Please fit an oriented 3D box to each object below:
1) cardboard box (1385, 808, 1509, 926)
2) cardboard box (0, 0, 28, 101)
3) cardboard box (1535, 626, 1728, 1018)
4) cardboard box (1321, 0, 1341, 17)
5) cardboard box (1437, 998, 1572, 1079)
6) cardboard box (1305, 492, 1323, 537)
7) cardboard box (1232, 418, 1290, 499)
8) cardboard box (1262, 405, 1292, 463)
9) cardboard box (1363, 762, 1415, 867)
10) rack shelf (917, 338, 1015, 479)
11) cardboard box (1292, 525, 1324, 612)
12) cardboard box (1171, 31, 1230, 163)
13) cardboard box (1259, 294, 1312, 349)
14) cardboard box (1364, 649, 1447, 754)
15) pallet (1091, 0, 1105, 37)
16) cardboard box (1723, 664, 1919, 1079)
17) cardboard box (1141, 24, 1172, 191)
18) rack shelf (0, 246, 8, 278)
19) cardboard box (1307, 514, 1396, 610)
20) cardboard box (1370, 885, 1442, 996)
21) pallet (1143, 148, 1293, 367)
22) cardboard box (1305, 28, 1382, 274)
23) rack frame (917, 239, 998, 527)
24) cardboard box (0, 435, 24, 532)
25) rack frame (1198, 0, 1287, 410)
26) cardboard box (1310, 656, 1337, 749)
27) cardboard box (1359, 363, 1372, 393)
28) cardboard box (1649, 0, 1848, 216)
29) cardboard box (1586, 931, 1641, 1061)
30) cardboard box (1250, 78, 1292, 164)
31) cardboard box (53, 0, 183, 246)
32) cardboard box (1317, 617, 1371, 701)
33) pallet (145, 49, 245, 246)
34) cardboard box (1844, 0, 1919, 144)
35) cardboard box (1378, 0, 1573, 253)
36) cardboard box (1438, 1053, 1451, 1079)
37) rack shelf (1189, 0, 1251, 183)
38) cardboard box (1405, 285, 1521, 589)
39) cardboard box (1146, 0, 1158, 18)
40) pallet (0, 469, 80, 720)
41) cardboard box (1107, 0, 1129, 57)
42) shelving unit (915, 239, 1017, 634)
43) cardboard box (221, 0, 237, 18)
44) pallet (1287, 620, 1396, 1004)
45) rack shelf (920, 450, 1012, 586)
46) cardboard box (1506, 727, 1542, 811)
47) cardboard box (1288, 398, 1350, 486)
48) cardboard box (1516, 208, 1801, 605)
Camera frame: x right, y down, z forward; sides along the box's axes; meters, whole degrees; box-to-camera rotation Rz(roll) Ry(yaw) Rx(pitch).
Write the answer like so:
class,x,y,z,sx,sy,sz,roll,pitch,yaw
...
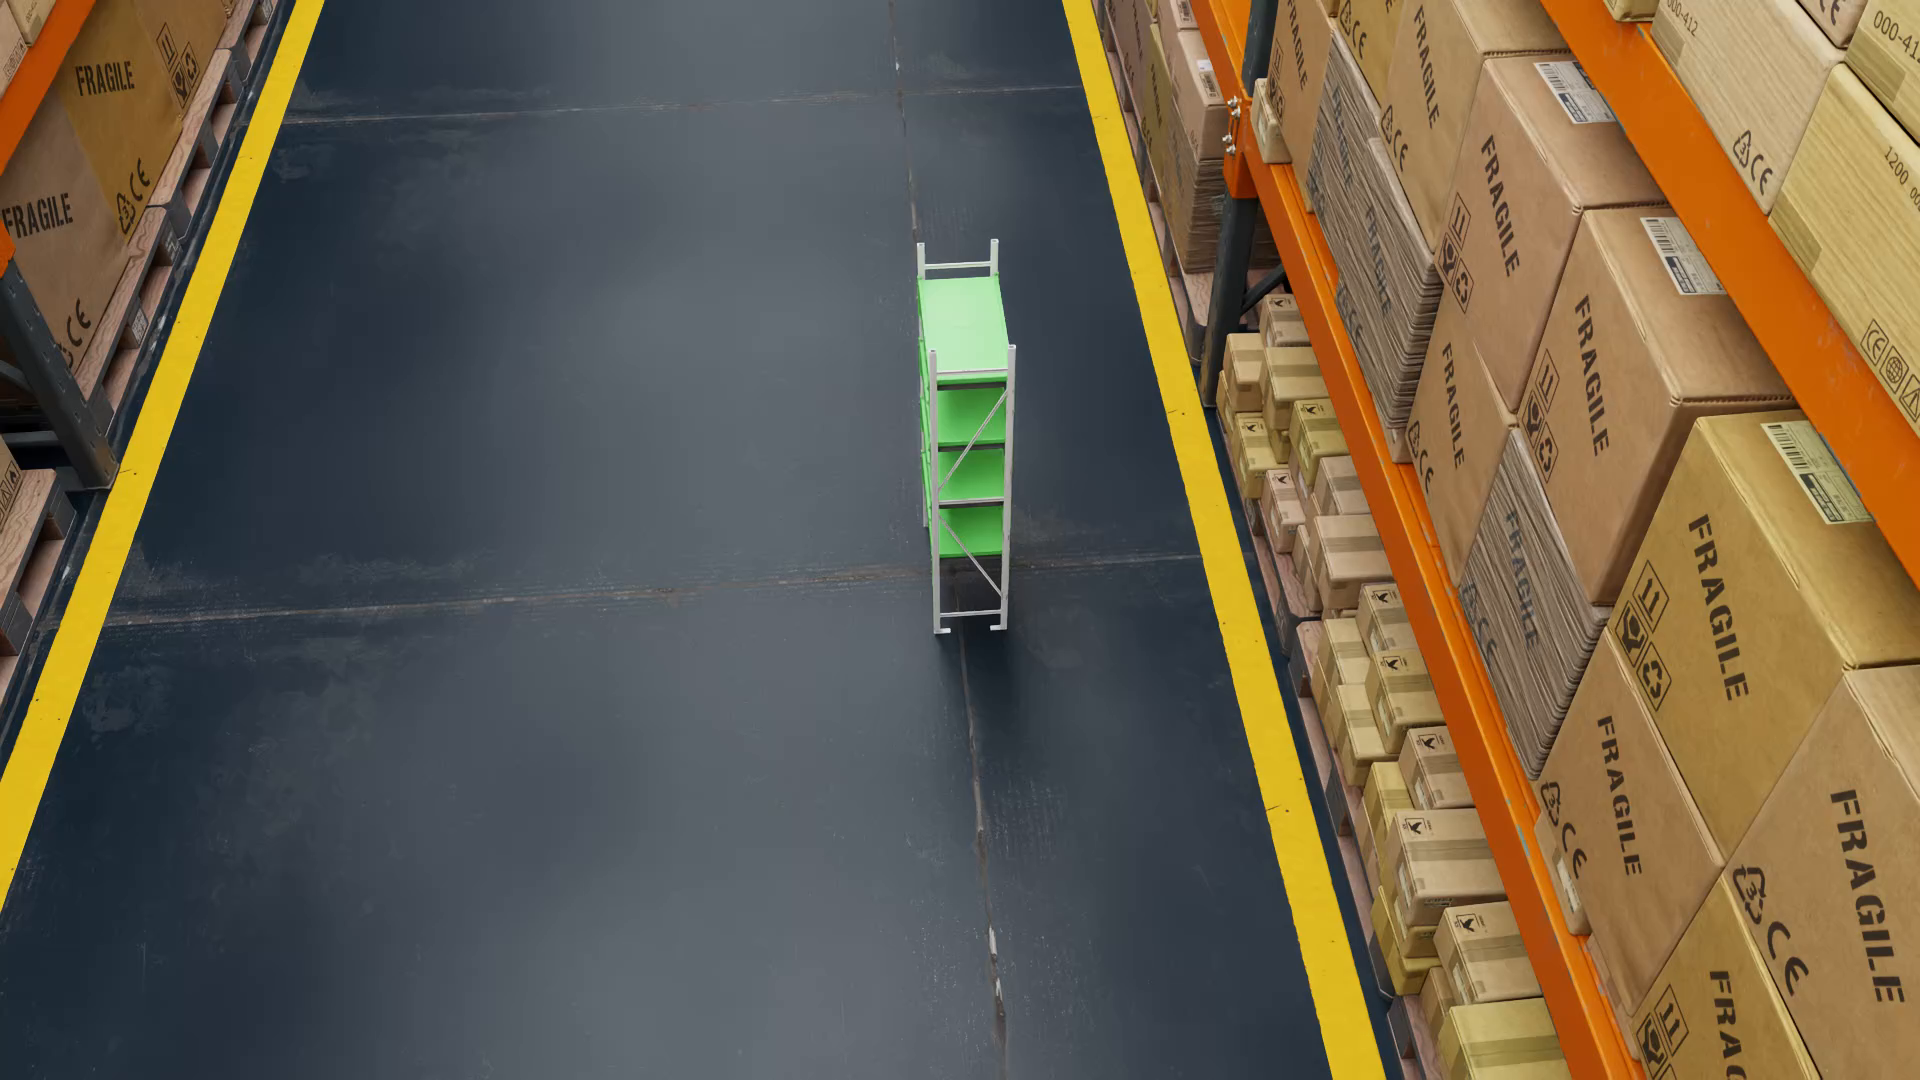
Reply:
class,x,y,z,sx,sy,sz,roll,pitch,yaw
cardboard box,1.293,0.817,4.175,0.380,0.149,0.250,-2,47,-2
cardboard box,-3.295,-1.503,5.210,0.500,0.250,0.500,-4,47,-4
cardboard box,1.406,0.481,2.955,0.500,0.500,0.500,-4,47,-4
cardboard box,1.198,-1.733,4.363,0.500,0.500,0.500,-2,47,-2
cardboard box,1.329,1.199,3.813,0.380,0.149,0.250,-4,47,-4
cardboard box,1.301,-0.031,5.183,0.380,0.149,0.250,-6,47,-5
cardboard box,1.136,-0.282,5.626,0.380,0.149,0.250,-2,47,-2
cardboard box,1.225,-0.401,5.533,0.380,0.149,0.250,-3,47,-3
cardboard box,1.305,0.733,4.459,0.380,0.149,0.250,-1,47,-1
rack shelf,0.014,-0.414,5.073,0.258,0.148,0.480,-3,47,-3
cardboard box,1.279,0.075,5.287,0.380,0.149,0.250,-4,47,-4
cardboard box,1.089,-1.660,6.172,0.500,0.250,0.500,-5,47,-4
cardboard box,1.226,-0.701,5.612,0.380,0.149,0.250,-2,47,-2
cardboard box,1.331,0.432,4.540,0.380,0.149,0.250,-3,47,-3
pallet,1.132,-2.963,8.411,1.003,0.211,1.213,-3,47,-3
cardboard box,1.452,0.504,2.245,0.500,0.500,0.500,-4,47,-4
cardboard box,1.048,-1.770,6.793,0.500,0.500,0.500,-4,47,-4
rack shelf,-3.354,0.475,3.730,1.077,0.370,4.000,-3,47,-3
cardboard box,1.244,0.059,4.893,0.380,0.149,0.250,-3,47,-2
cardboard box,1.310,1.033,4.380,0.380,0.149,0.250,-5,47,-5
pallet,1.337,-1.198,6.739,1.003,0.211,1.213,-3,47,-3
cardboard box,1.242,-0.999,4.357,0.500,0.500,0.500,-3,47,-3
rack frame,-0.007,-0.469,5.368,0.240,1.200,0.015,-3,47,-3
cardboard box,-3.575,-0.022,5.181,0.875,0.438,0.875,-4,47,-4
rack frame,1.403,-1.594,5.193,1.000,3.000,0.127,-3,47,-3
cardboard box,1.263,0.461,4.921,0.380,0.149,0.250,-5,47,-4
cardboard box,1.244,-0.527,4.356,0.380,0.149,0.250,-3,47,-3
cardboard box,1.358,-0.721,2.404,0.500,0.250,0.500,-2,47,-2
cardboard box,1.410,0.805,3.094,0.380,0.149,0.250,-4,47,-4
cardboard box,1.101,-1.283,5.072,0.380,0.149,0.250,-2,47,-2
cardboard box,-3.736,-1.730,6.497,0.875,0.875,0.875,-2,47,-2
cardboard box,1.259,0.356,4.817,0.380,0.149,0.250,-4,47,-4
pallet,-3.766,-1.699,7.214,1.003,0.211,1.213,-3,47,-3
cardboard box,1.402,-0.539,1.888,0.500,0.250,0.500,-5,47,-4
cardboard box,1.268,-0.992,3.662,0.500,0.500,0.500,-3,47,-3
cardboard box,1.364,1.293,3.928,0.380,0.149,0.250,-5,47,-5
rack shelf,1.236,-2.793,6.825,1.077,0.370,4.000,-3,47,-3
cardboard box,1.323,-0.246,3.644,0.500,0.500,0.500,-1,47,-1
cardboard box,1.001,-2.414,6.886,0.500,0.250,0.500,-5,47,-5
pallet,-3.535,0.294,5.326,1.003,0.211,1.213,-3,47,-3
cardboard box,0.967,-2.511,7.494,0.500,0.500,0.500,-5,47,-4
shelving unit,0.014,-0.293,5.201,0.258,1.200,0.503,-3,47,-3
cardboard box,-3.881,-3.023,7.721,0.875,0.875,0.875,-4,47,-4
pallet,1.600,0.734,4.910,1.003,0.211,1.213,-3,47,-3
rack shelf,0.014,-0.084,5.422,0.258,0.148,0.480,-3,47,-3
cardboard box,1.372,0.430,3.450,0.380,0.149,0.250,-5,47,-5
cardboard box,1.260,-0.318,5.249,0.380,0.149,0.250,-4,47,-4
cardboard box,1.357,-0.238,2.947,0.500,0.500,0.500,-1,47,-1
